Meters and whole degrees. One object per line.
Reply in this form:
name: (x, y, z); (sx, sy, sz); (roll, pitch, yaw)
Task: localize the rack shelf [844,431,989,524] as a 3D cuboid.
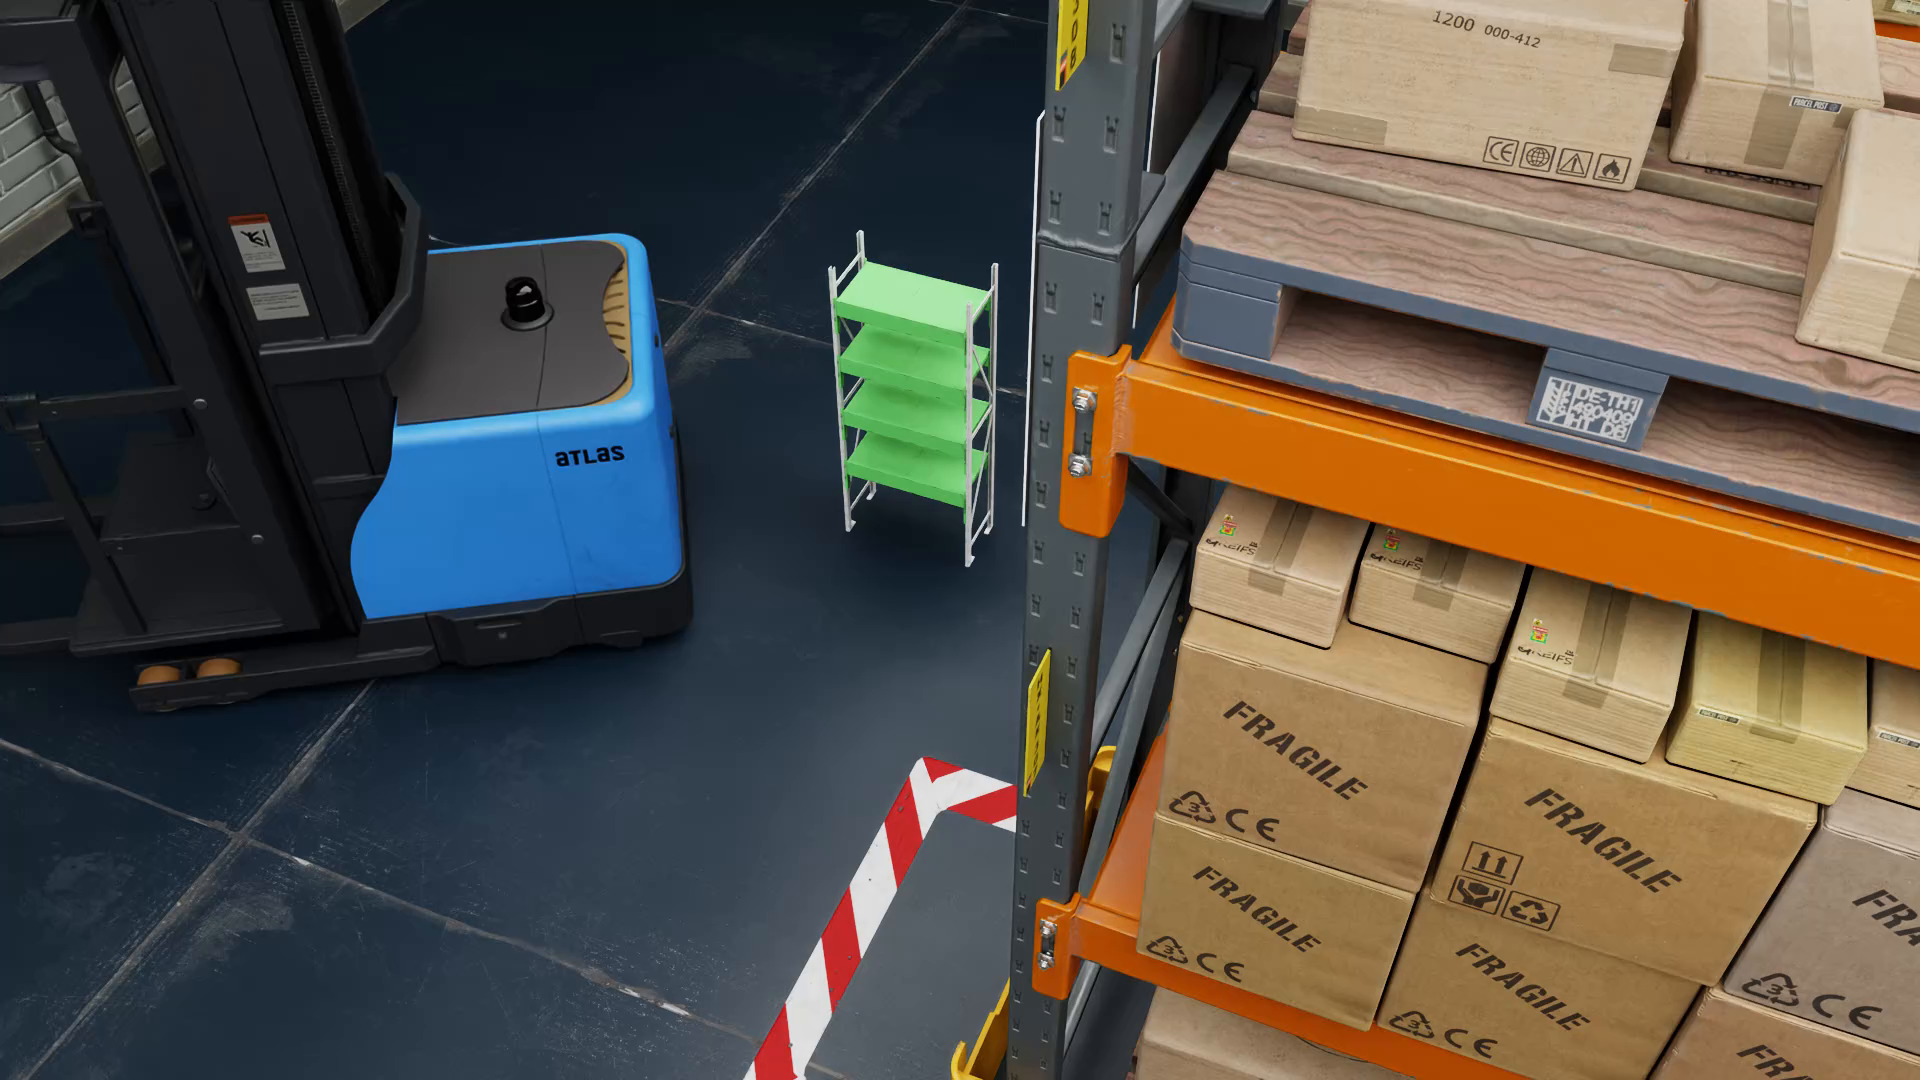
rack shelf: (-0.153, -0.255, 6.086); (0.480, 0.148, 0.258); (16, 47, 16)

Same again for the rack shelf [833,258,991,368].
rack shelf: (-0.153, -0.765, 5.578); (0.480, 0.148, 0.258); (16, 47, 16)

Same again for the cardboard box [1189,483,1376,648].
cardboard box: (0.584, -0.022, 2.906); (0.250, 0.149, 0.380); (17, 47, 17)

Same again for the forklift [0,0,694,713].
forklift: (-2.509, -0.858, 5.034); (3.031, 2.935, 1.130); (-7, 45, -7)

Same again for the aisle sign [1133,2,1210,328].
aisle sign: (0.416, -0.822, 3.106); (0.004, 0.787, 0.394); (16, 47, 16)

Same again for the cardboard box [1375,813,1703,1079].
cardboard box: (1.173, 0.722, 3.327); (0.500, 0.500, 0.500); (16, 47, 15)

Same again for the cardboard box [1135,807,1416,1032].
cardboard box: (0.695, 0.603, 3.447); (0.500, 0.500, 0.500); (16, 47, 16)

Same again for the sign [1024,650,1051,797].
sign: (0.143, 0.346, 3.106); (0.005, 0.325, 0.100); (16, 47, 16)

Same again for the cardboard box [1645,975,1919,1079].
cardboard box: (1.635, 0.872, 3.176); (0.500, 0.500, 0.500); (16, 47, 16)

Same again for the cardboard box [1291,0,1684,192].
cardboard box: (0.813, -0.810, 2.548); (0.500, 0.250, 0.500); (12, 46, 12)

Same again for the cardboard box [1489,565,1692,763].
cardboard box: (1.049, 0.148, 2.735); (0.250, 0.149, 0.380); (18, 48, 17)

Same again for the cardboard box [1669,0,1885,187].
cardboard box: (1.230, -0.712, 2.522); (0.250, 0.149, 0.380); (13, 46, 13)

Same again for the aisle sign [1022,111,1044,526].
aisle sign: (0.185, -0.431, 2.714); (0.004, 0.787, 0.394); (16, 47, 16)

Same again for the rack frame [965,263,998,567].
rack frame: (0.072, -0.404, 5.805); (0.015, 1.200, 0.240); (16, 47, 16)

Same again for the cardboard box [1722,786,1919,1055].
cardboard box: (1.654, 0.517, 2.824); (0.500, 0.500, 0.500); (16, 47, 16)

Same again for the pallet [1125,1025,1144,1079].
pallet: (1.131, 1.476, 4.617); (1.213, 0.211, 1.003); (16, 47, 16)

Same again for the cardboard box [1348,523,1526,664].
cardboard box: (0.853, 0.002, 2.881); (0.250, 0.149, 0.380); (17, 47, 17)

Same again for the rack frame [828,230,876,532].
rack frame: (-0.378, -0.537, 5.939); (0.015, 1.200, 0.240); (16, 47, 16)

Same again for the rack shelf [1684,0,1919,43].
rack shelf: (4.116, -2.113, 6.757); (4.000, 0.370, 1.077); (16, 47, 16)

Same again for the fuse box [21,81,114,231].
fuse box: (-3.907, -2.066, 7.113); (0.414, 1.711, 0.539); (16, 47, 16)

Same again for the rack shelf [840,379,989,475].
rack shelf: (-0.153, -0.425, 5.917); (0.480, 0.148, 0.258); (16, 47, 16)

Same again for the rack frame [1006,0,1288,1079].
rack frame: (0.363, 0.321, 3.801); (0.127, 3.000, 1.000); (16, 47, 16)

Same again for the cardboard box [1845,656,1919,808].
cardboard box: (1.561, 0.244, 2.638); (0.250, 0.149, 0.380); (17, 47, 16)

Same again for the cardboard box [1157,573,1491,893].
cardboard box: (0.696, 0.247, 3.096); (0.500, 0.500, 0.500); (15, 47, 15)

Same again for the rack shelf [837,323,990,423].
rack shelf: (-0.153, -0.595, 5.748); (0.480, 0.148, 0.258); (16, 47, 16)

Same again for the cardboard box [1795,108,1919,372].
cardboard box: (1.278, -0.393, 2.201); (0.250, 0.149, 0.380); (18, 48, 17)

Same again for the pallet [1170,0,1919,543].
pallet: (1.051, -0.516, 2.579); (1.213, 0.211, 1.003); (16, 47, 16)

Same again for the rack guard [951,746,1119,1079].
rack guard: (0.341, 1.200, 4.689); (0.348, 0.500, 1.175); (16, 47, 16)

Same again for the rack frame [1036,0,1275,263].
rack frame: (0.363, -1.806, 1.685); (0.127, 3.000, 1.000); (16, 47, 16)

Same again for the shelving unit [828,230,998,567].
shelving unit: (-0.153, -0.470, 5.872); (0.503, 1.200, 0.258); (16, 47, 16)

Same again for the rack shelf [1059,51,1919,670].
rack shelf: (2.209, 0.056, 2.451); (4.000, 0.370, 1.077); (16, 47, 16)

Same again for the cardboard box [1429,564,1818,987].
cardboard box: (1.176, 0.382, 2.959); (0.500, 0.500, 0.500); (15, 47, 15)

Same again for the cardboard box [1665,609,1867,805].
cardboard box: (1.299, 0.207, 2.675); (0.250, 0.149, 0.380); (15, 47, 15)

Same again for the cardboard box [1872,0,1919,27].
cardboard box: (3.638, -2.172, 6.485); (0.250, 0.149, 0.380); (15, 47, 15)

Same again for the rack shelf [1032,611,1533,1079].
rack shelf: (2.209, 1.119, 3.509); (4.000, 0.370, 1.077); (16, 47, 16)

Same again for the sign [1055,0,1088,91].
sign: (0.143, -0.721, 2.045); (0.005, 0.325, 0.100); (16, 47, 16)

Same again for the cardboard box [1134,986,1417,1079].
cardboard box: (1.010, 1.194, 4.442); (0.875, 0.438, 0.875); (15, 47, 15)
